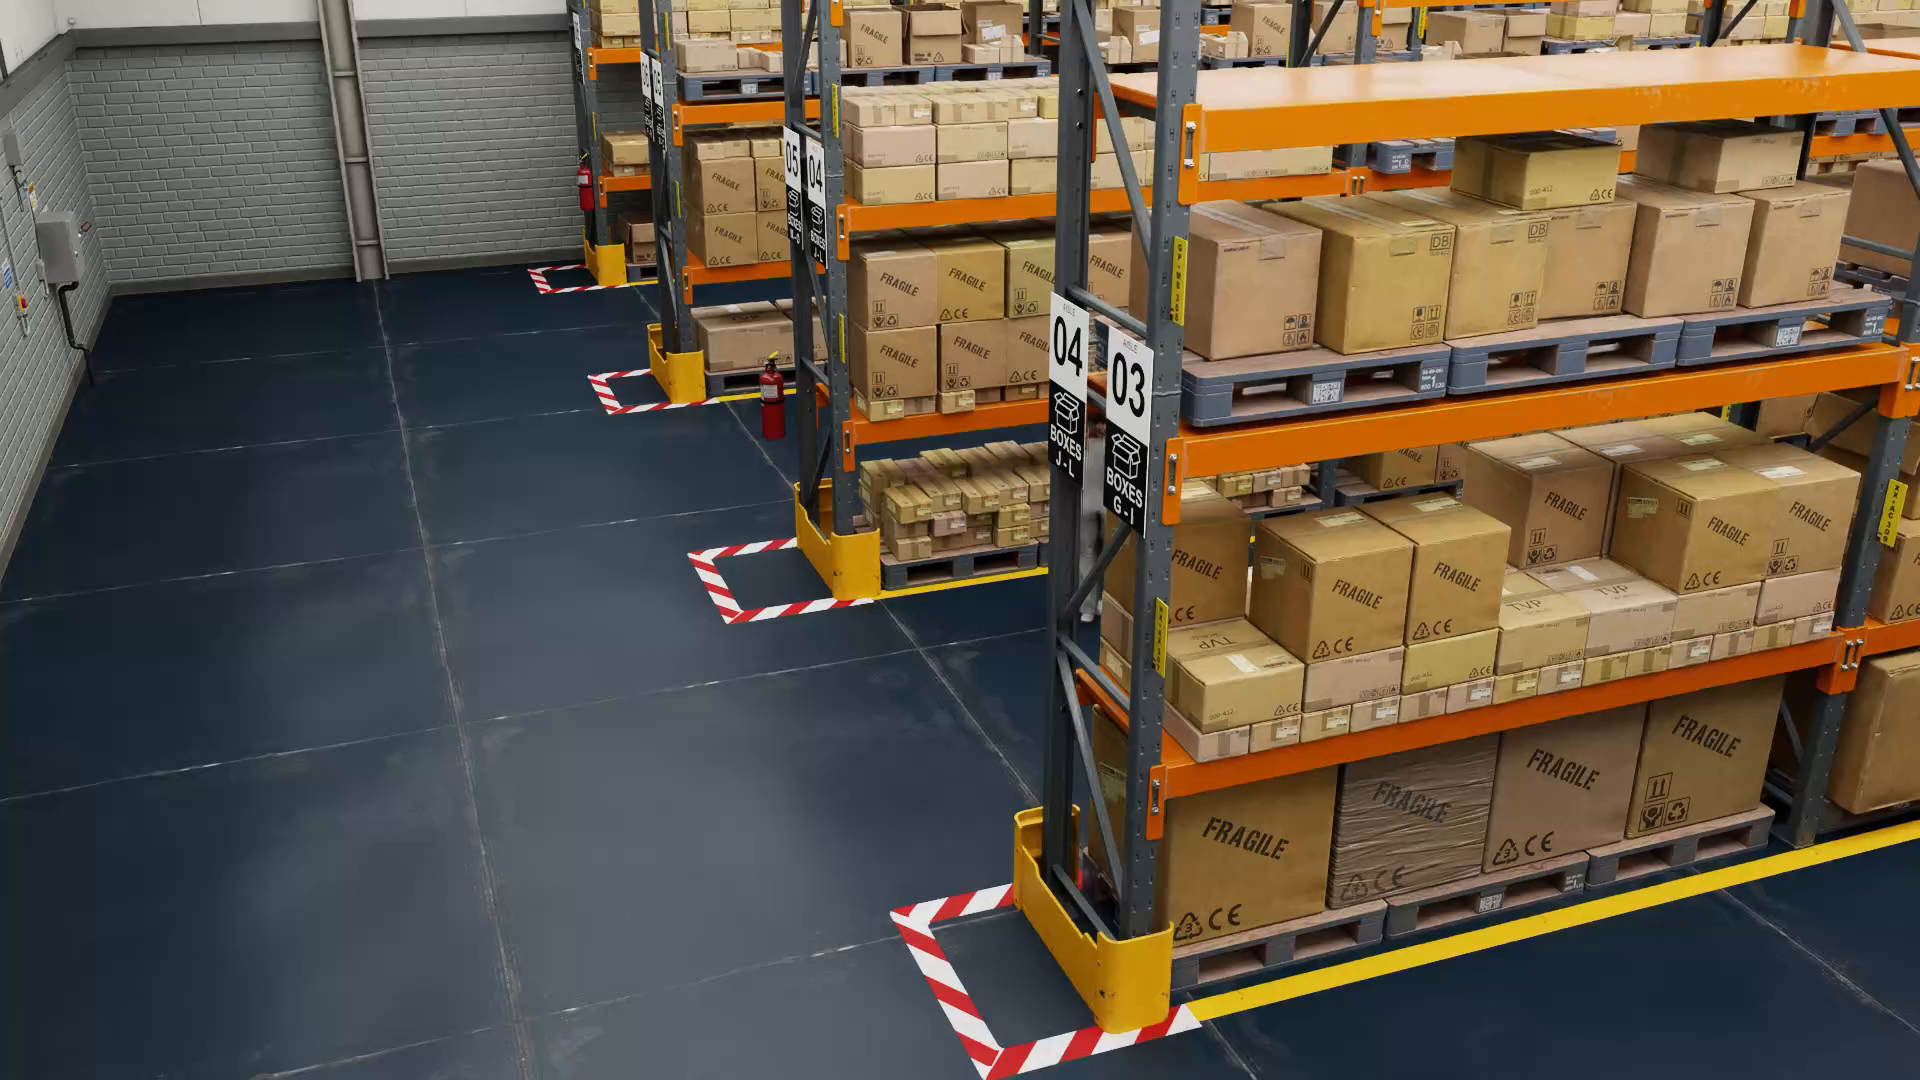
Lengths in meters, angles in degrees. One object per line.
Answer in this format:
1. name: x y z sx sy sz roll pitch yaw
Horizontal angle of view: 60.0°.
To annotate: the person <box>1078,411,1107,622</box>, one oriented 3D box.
1. person: 0.989 -0.222 11.333 0.525 1.681 0.488 5 23 12
